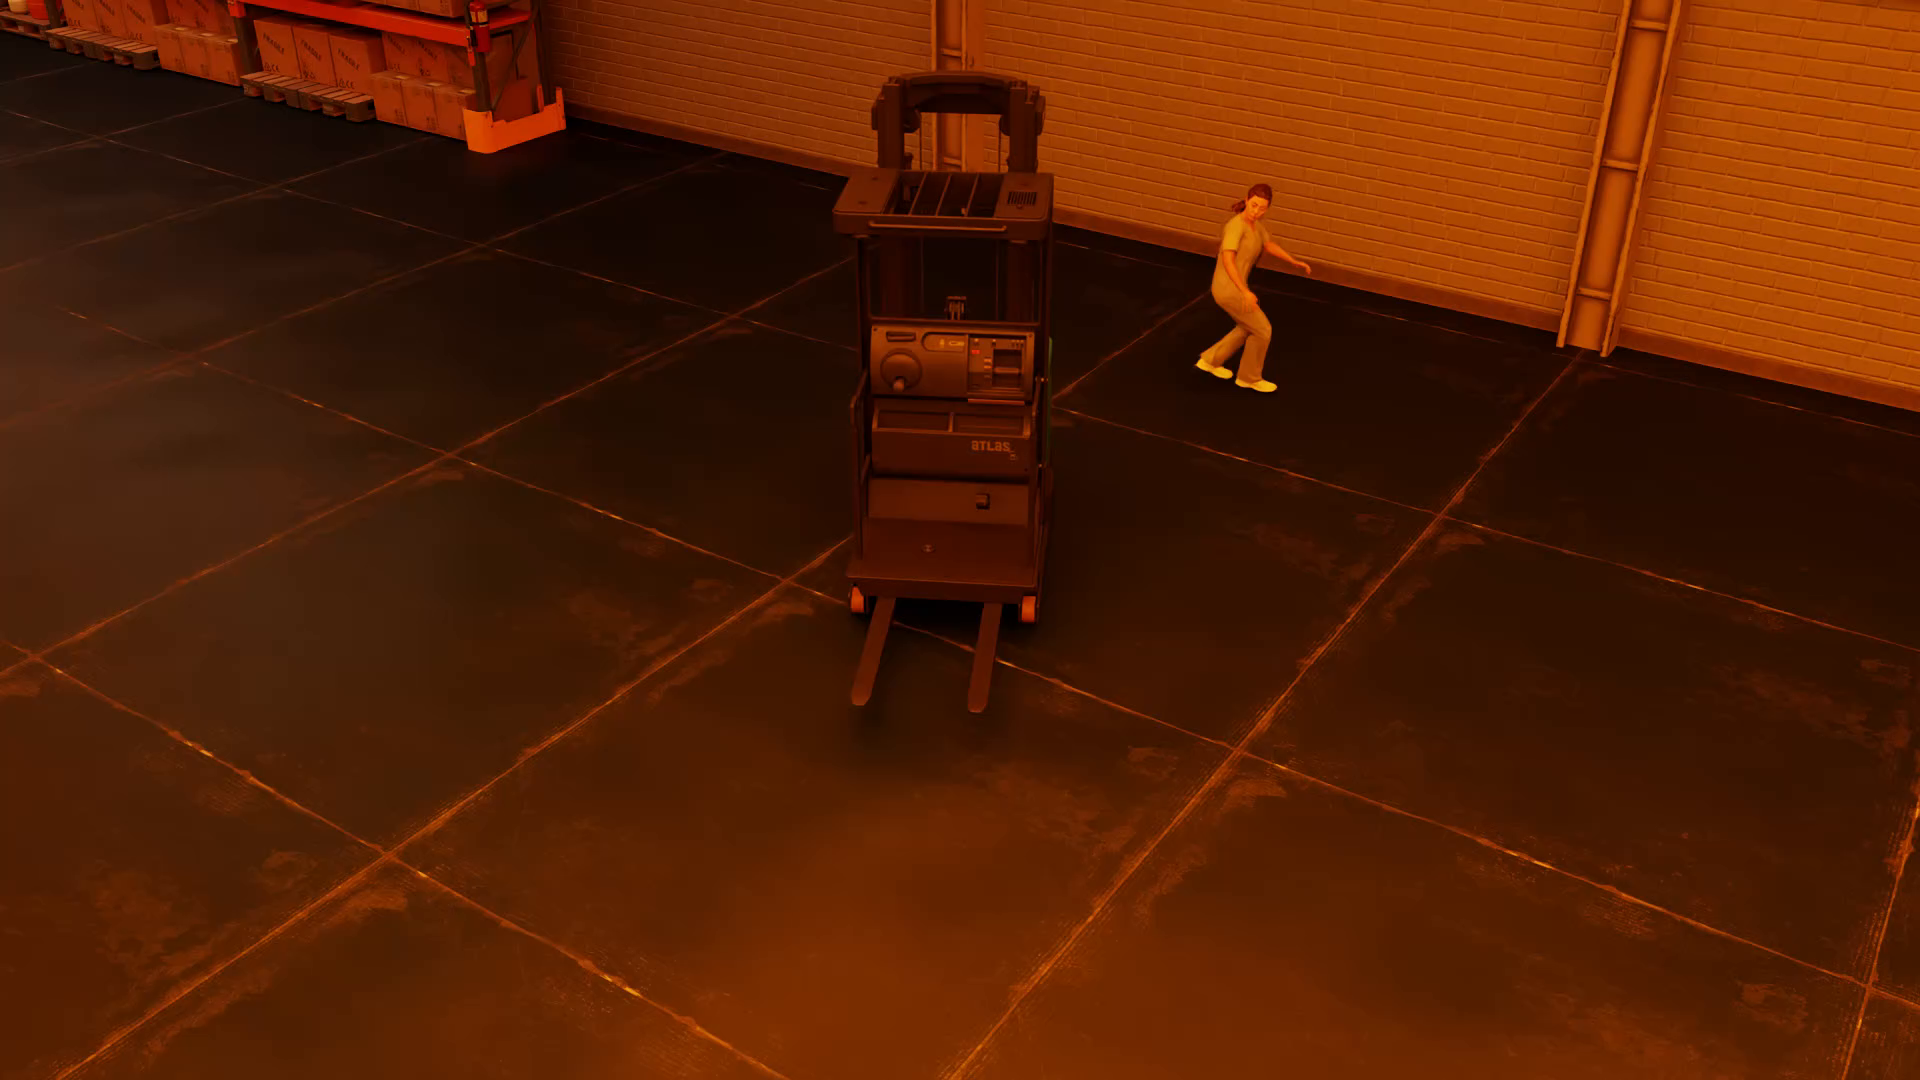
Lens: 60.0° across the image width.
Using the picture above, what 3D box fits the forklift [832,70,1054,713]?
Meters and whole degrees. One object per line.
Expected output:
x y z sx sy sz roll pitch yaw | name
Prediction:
-0.064 -0.963 9.239 1.130 2.935 3.031 3 30 5 | forklift

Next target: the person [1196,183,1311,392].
2.116 -1.781 11.966 0.764 1.552 0.753 7 31 12 | person
